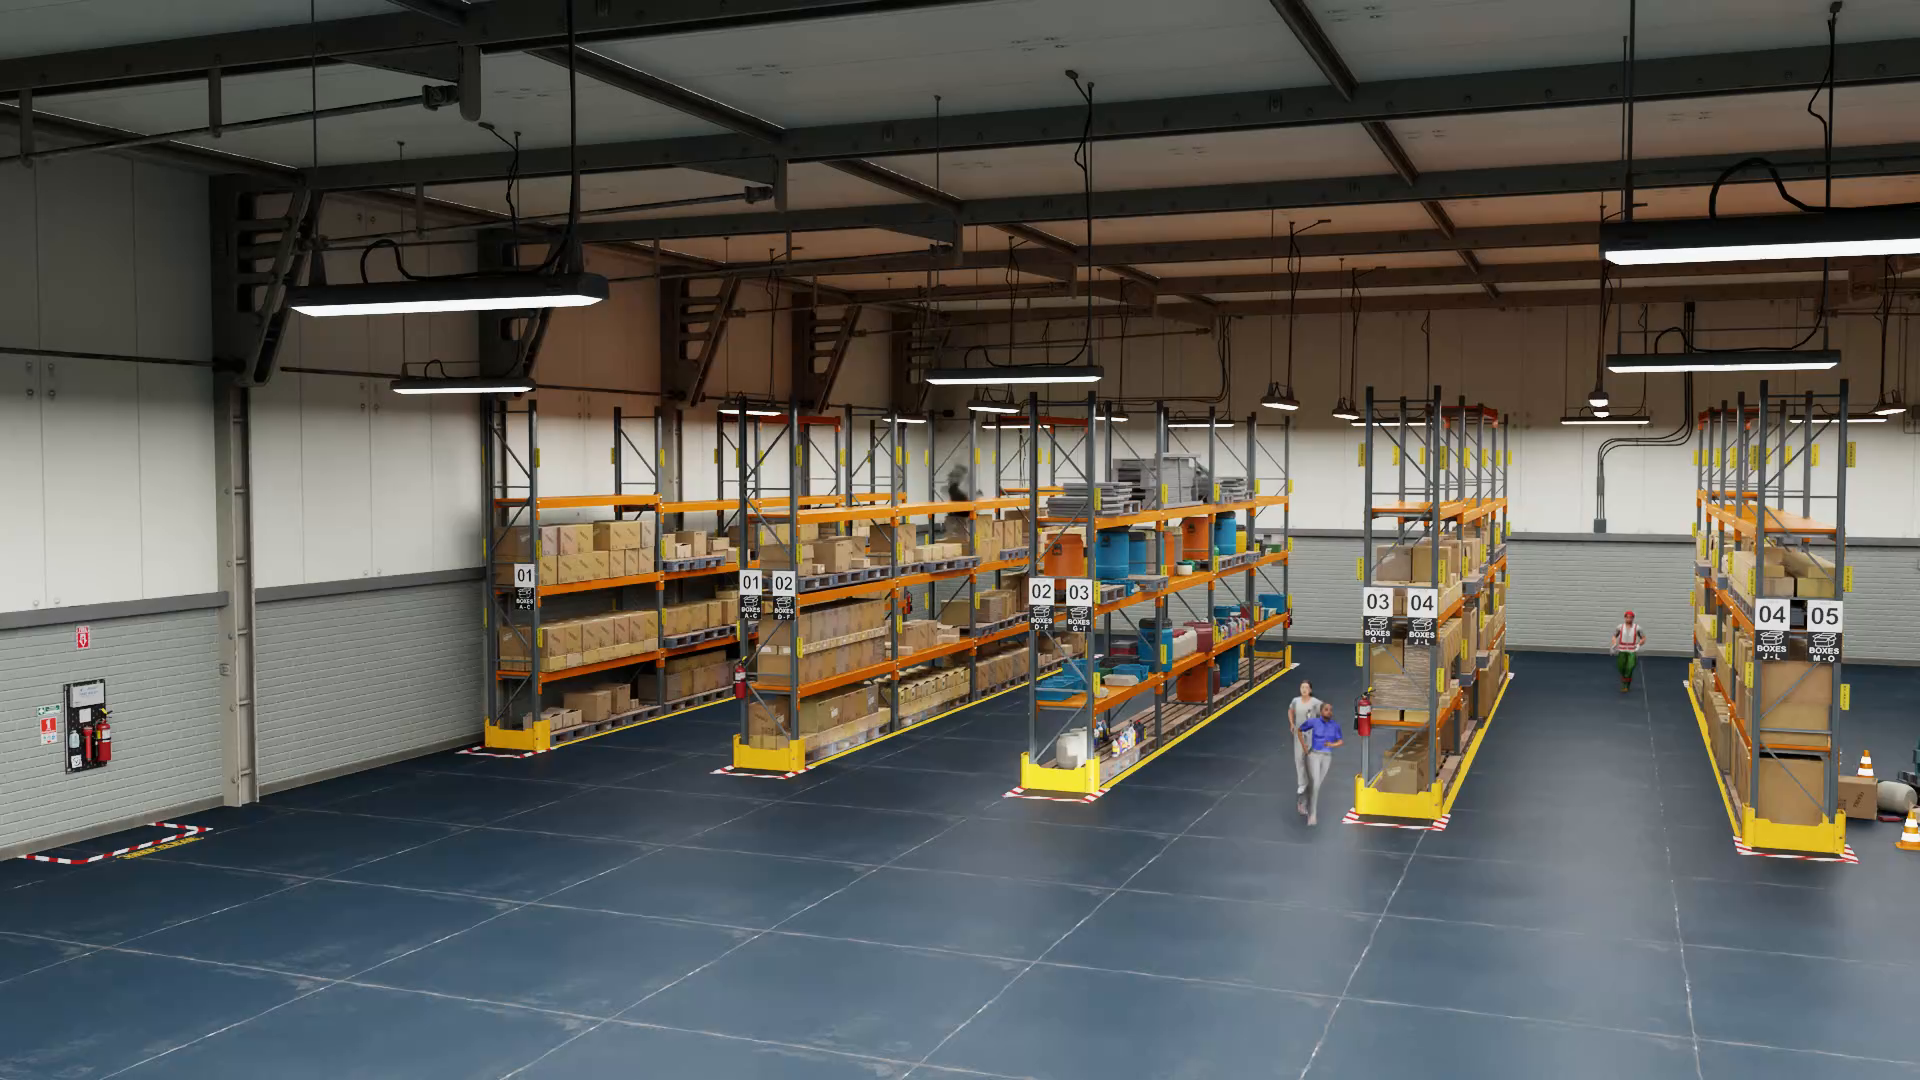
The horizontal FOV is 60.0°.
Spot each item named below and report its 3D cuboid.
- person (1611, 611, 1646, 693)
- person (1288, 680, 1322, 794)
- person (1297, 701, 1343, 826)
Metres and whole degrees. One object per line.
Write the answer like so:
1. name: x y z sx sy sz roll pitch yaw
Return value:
1. person: 14.323 2.386 35.611 0.669 1.742 0.626 2 3 29
2. person: 5.221 2.938 25.090 0.575 1.667 0.835 1 3 22
3. person: 4.972 3.076 22.996 0.572 1.694 0.770 -1 3 -12
